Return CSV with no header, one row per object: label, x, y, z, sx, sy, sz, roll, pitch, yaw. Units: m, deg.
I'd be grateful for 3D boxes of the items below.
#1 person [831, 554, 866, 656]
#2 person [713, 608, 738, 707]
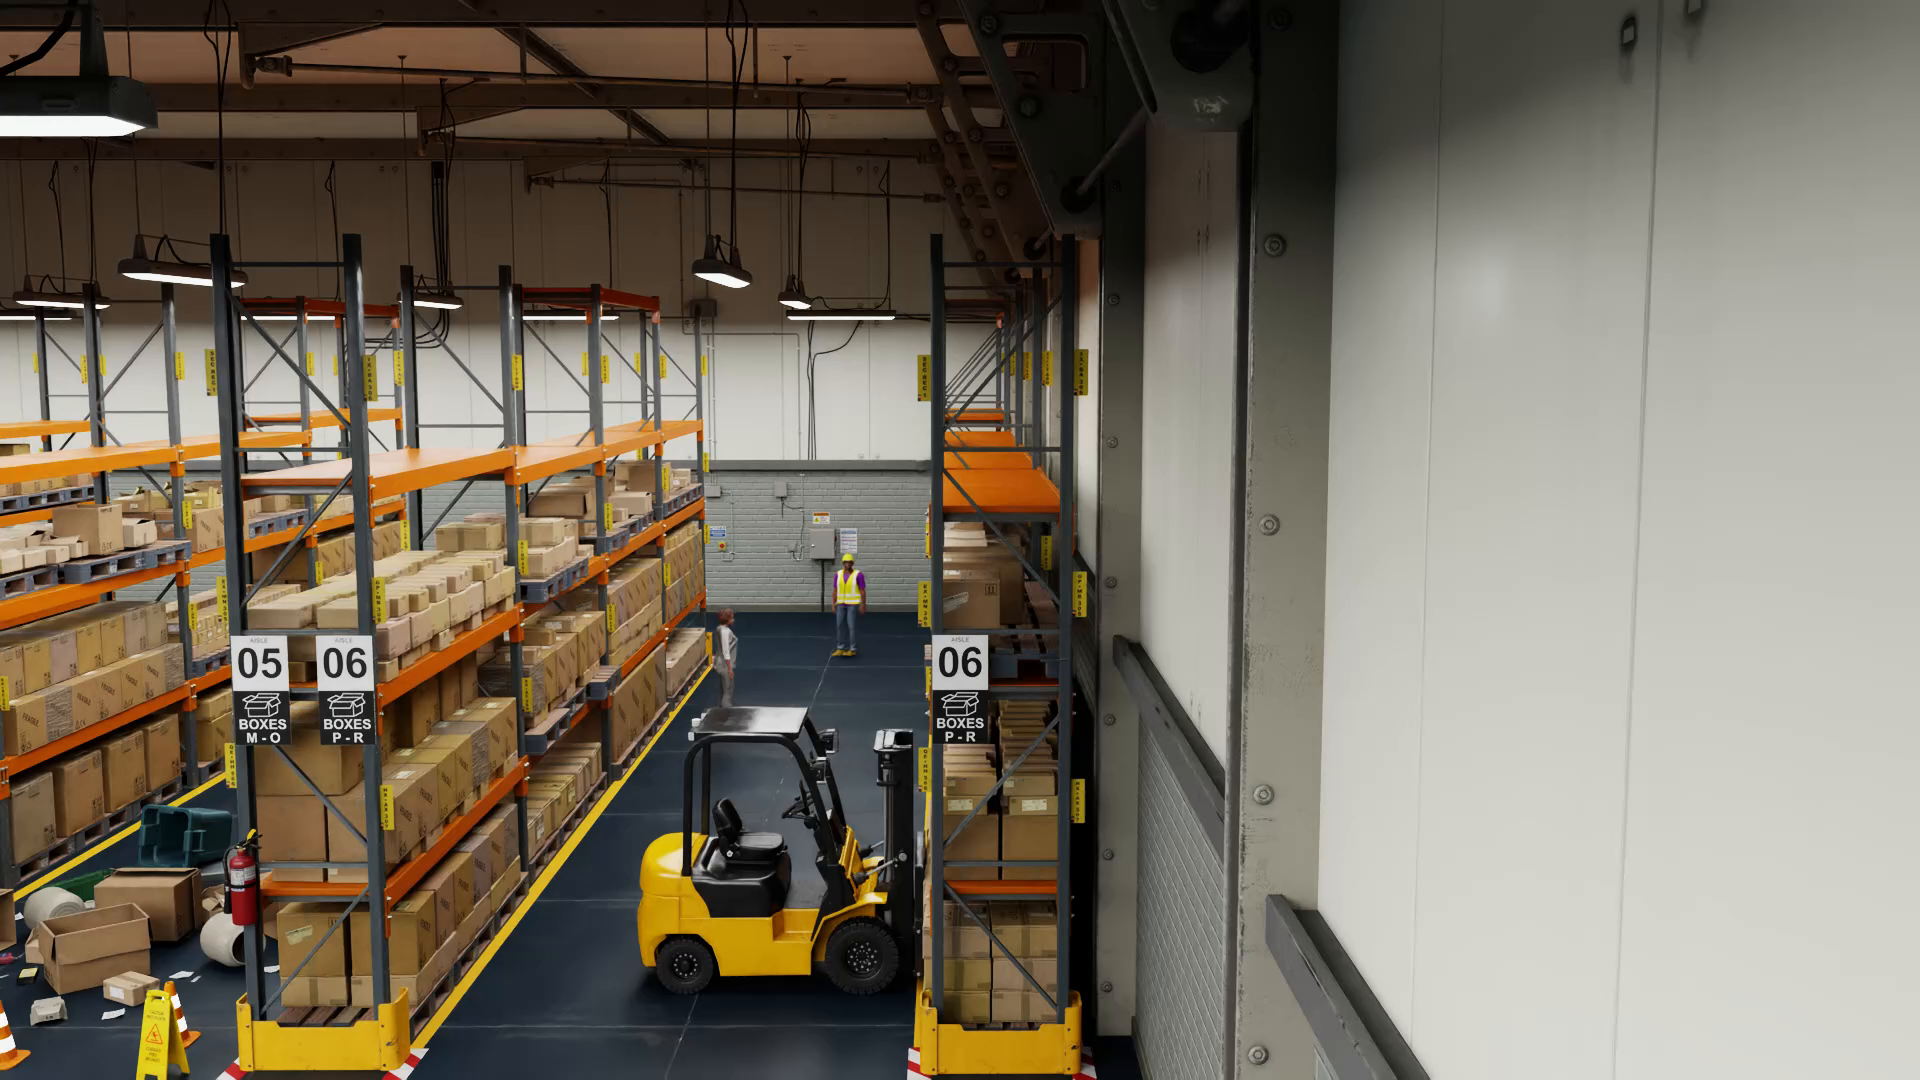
person,-1.915,1.134,28.731,0.627,1.794,0.449,4,8,33
person,-3.048,1.688,21.758,0.356,1.602,0.456,-2,7,-20
